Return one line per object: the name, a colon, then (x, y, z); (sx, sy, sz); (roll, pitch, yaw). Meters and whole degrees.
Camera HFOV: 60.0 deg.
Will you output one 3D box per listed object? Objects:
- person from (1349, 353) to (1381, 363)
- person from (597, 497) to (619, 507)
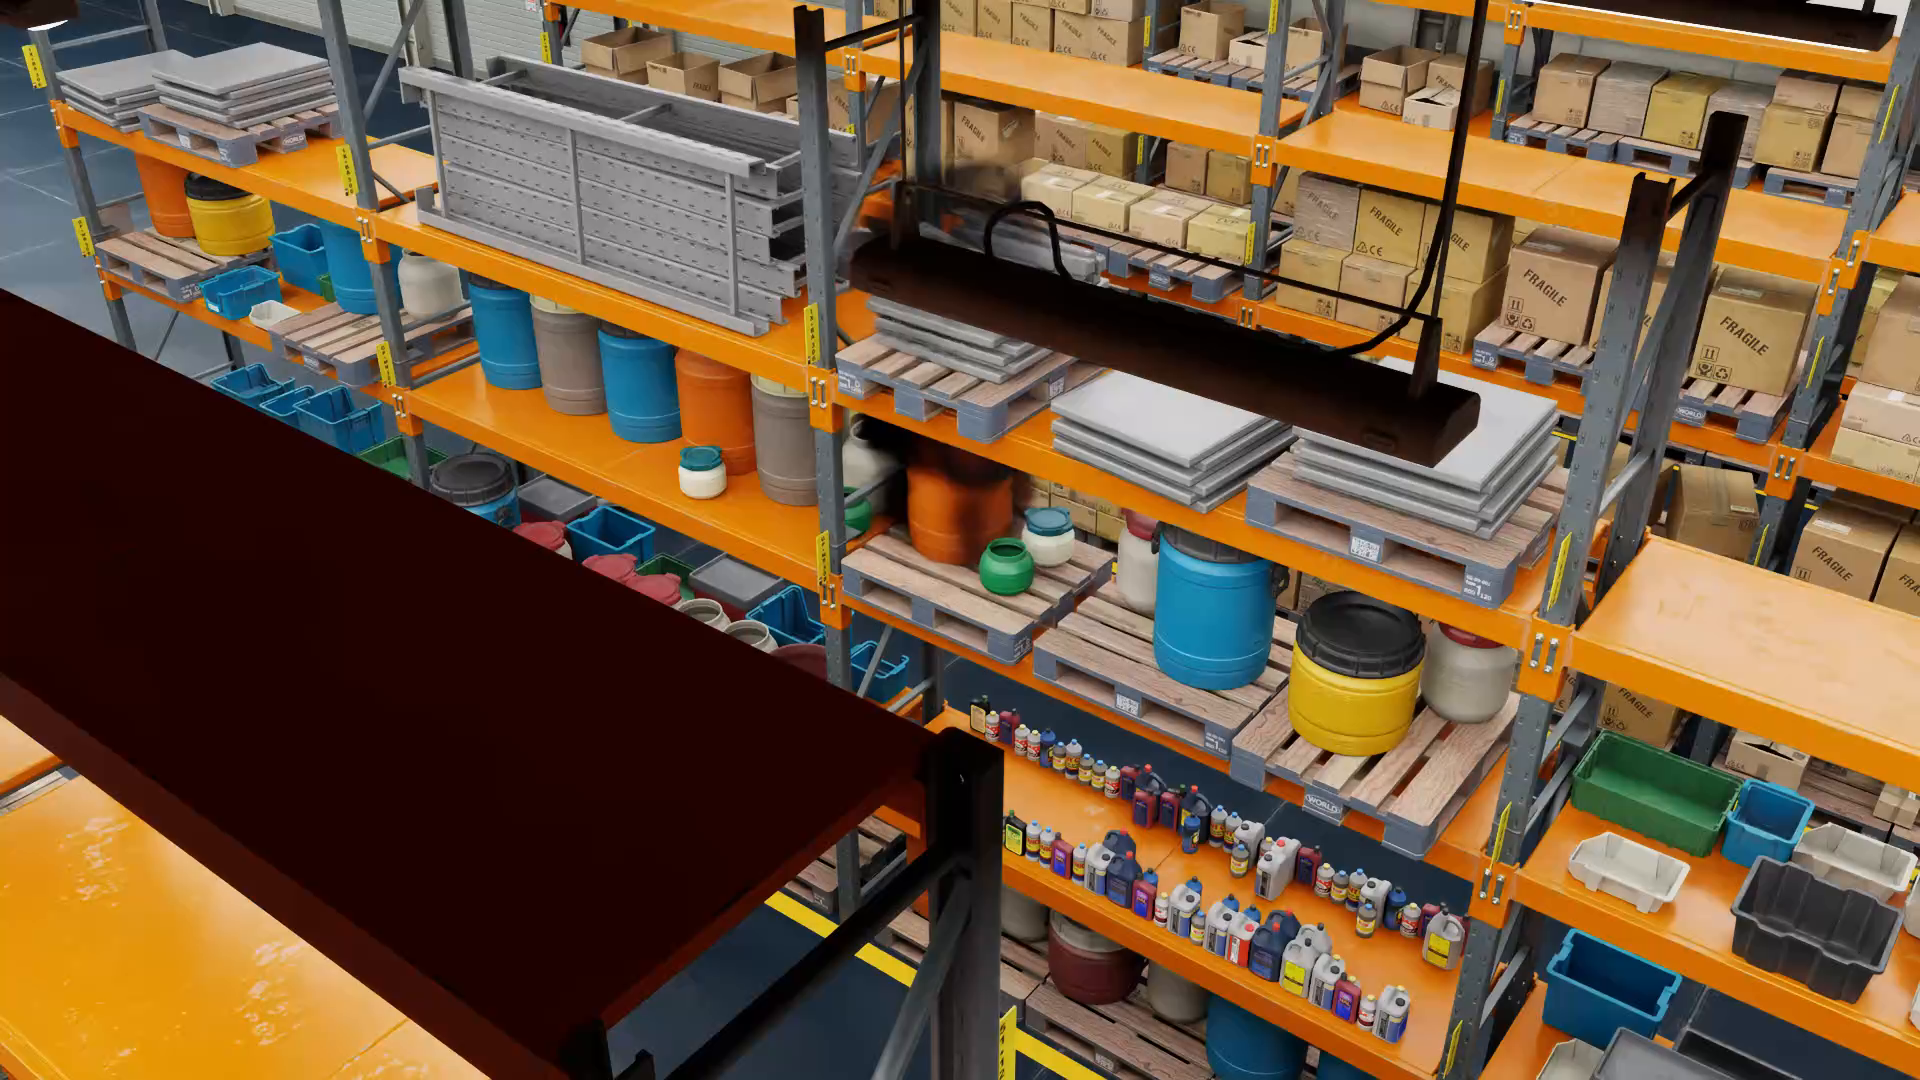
person: (3.869, -1.351, 16.011); (0.759, 1.629, 0.577); (-3, 32, -6)
person: (-3.197, -1.037, 15.432); (0.714, 1.642, 0.614); (4, 32, 6)
